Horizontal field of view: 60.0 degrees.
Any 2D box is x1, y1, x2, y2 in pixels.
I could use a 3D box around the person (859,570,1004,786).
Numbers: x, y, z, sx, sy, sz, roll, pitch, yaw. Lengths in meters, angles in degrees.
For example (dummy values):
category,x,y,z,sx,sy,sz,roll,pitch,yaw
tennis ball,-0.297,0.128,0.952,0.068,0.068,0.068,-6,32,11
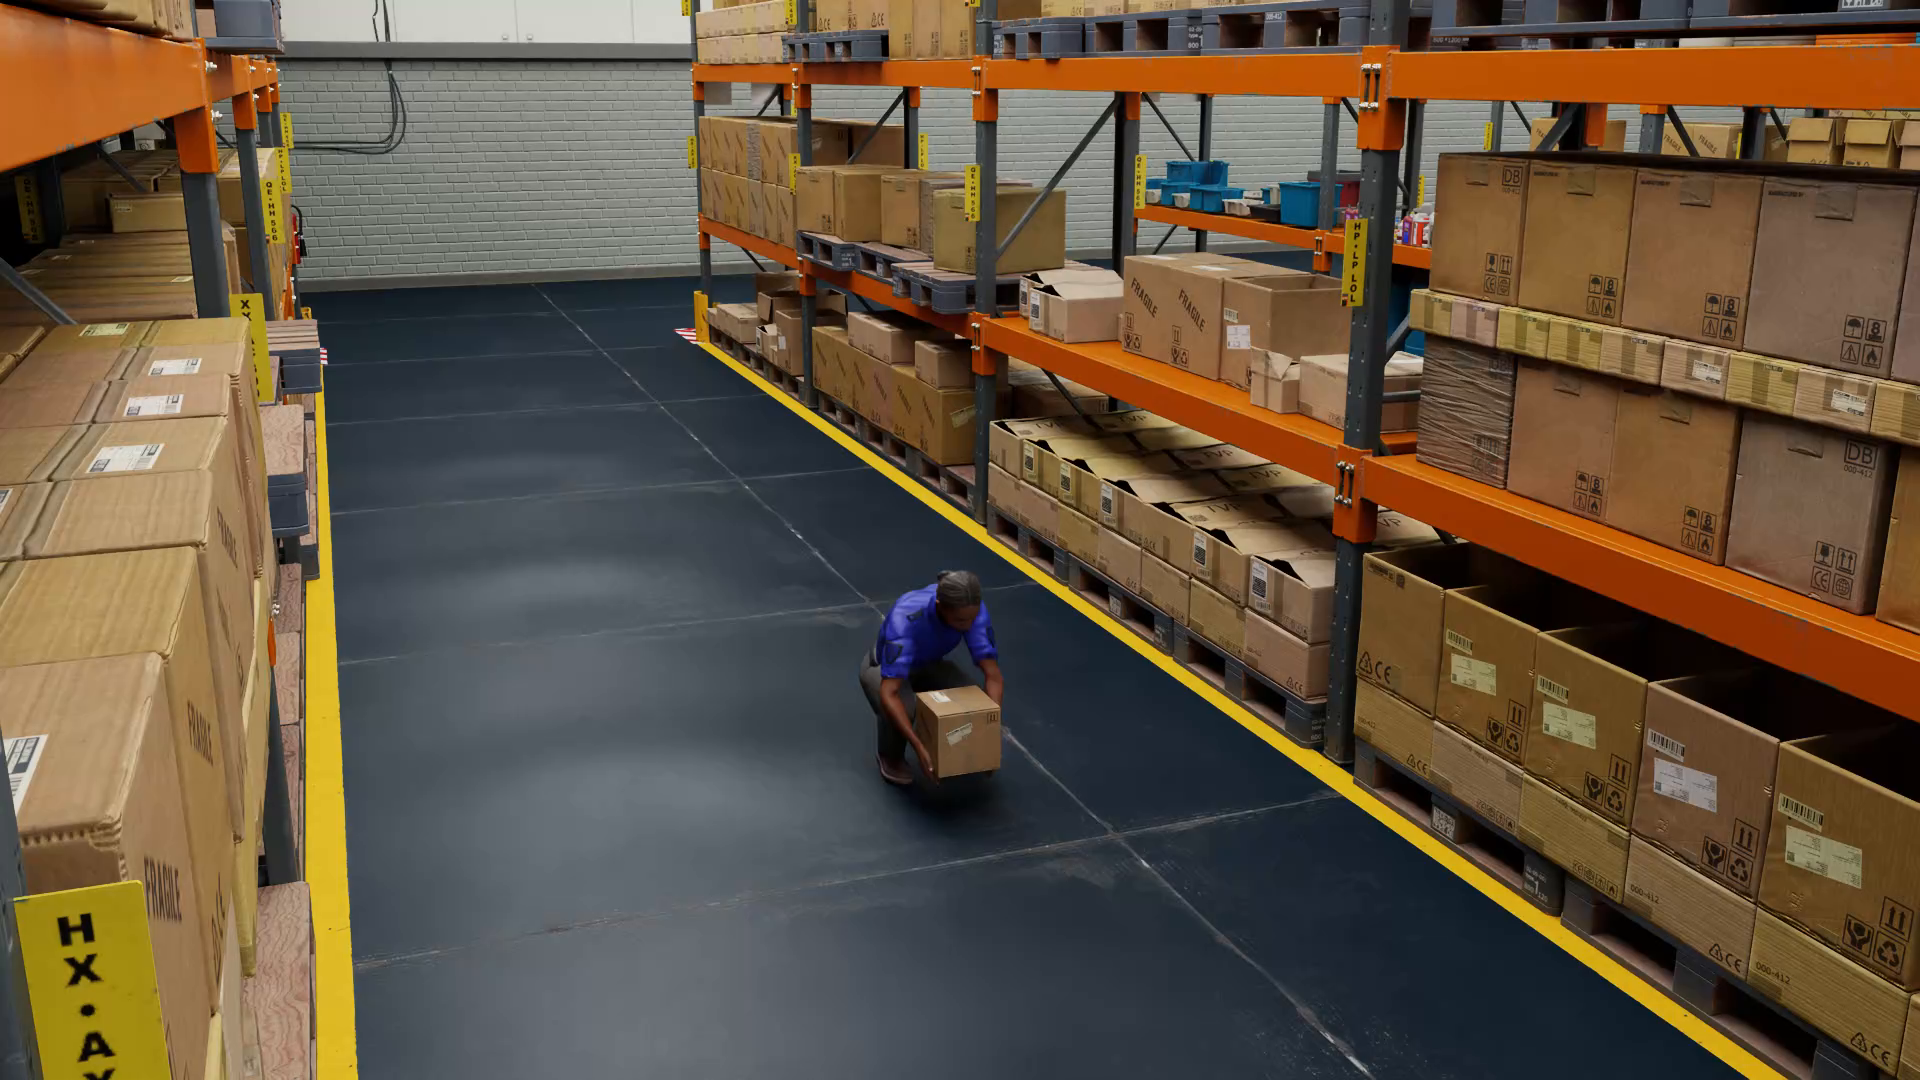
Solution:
category,x,y,z,sx,sy,sz,roll,pitch,yaw
person,-0.125,0.519,6.574,0.504,0.926,0.812,-6,17,-20
